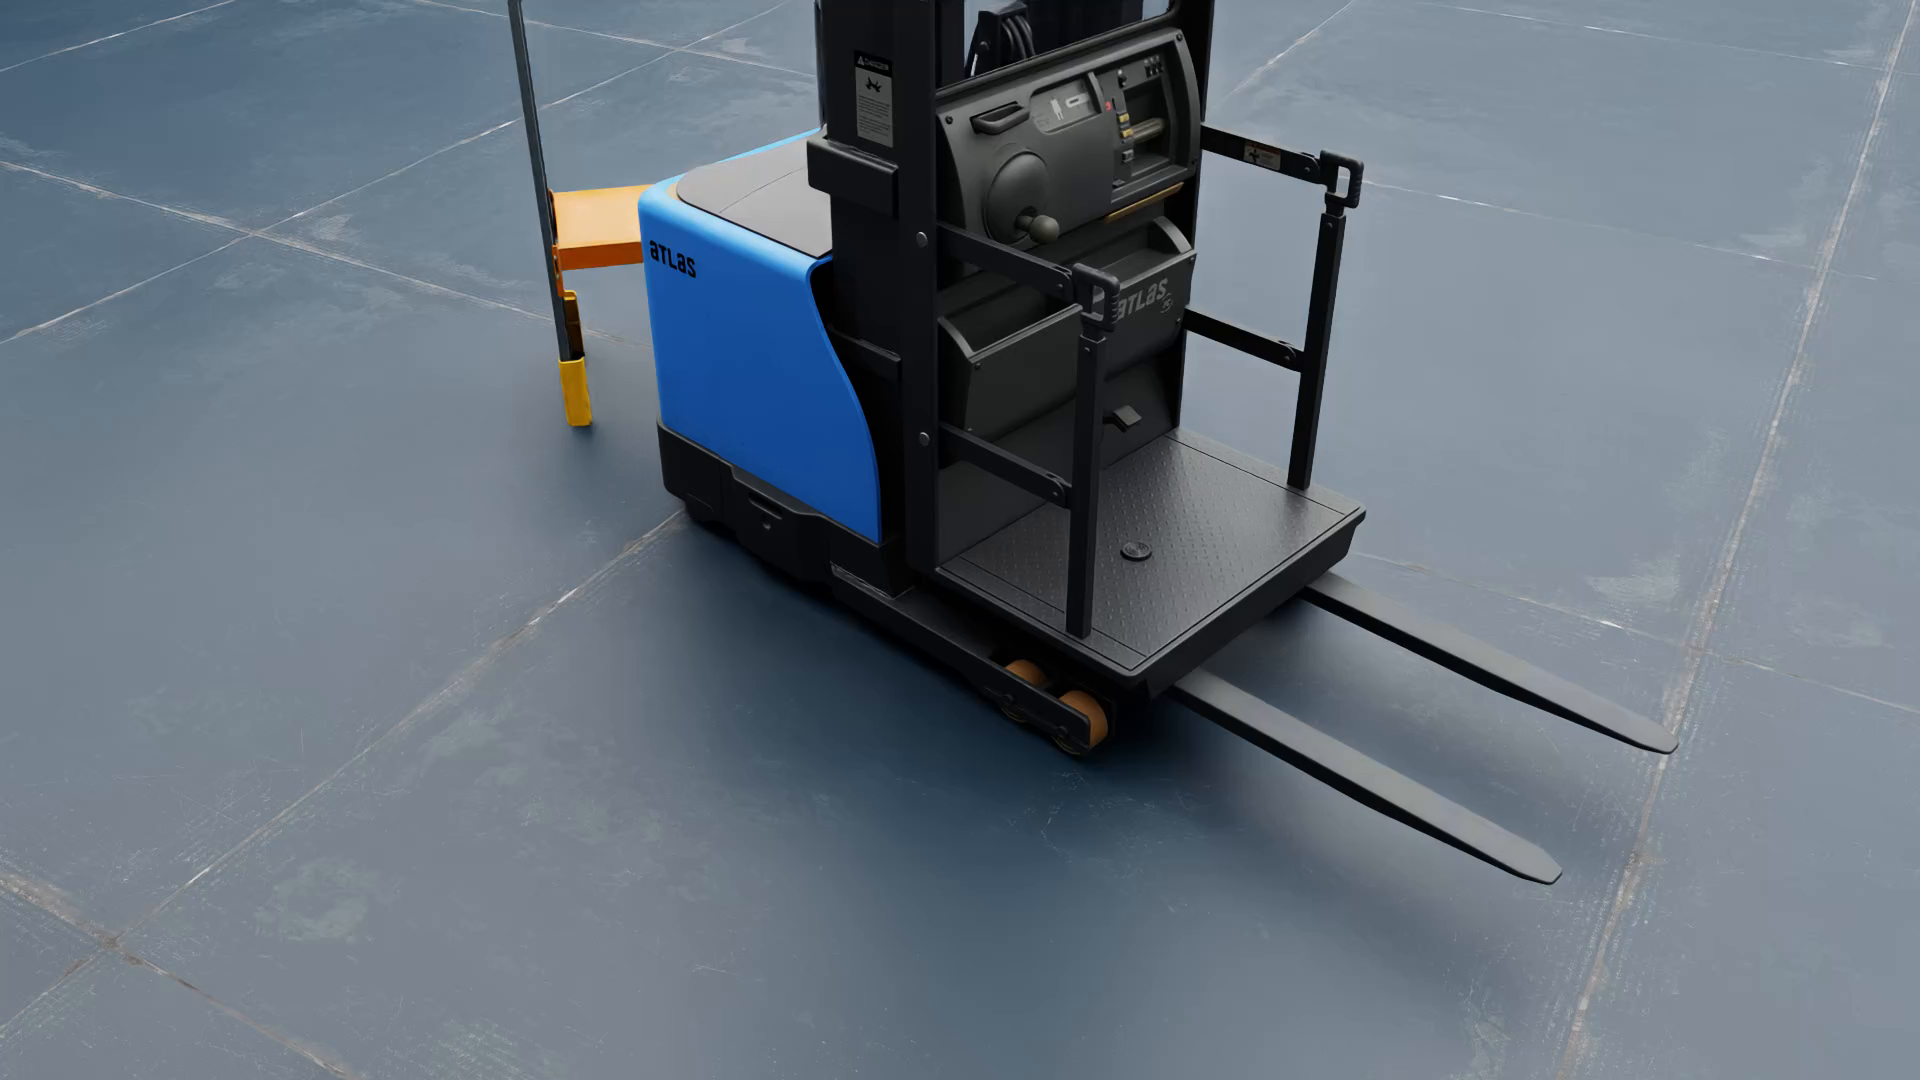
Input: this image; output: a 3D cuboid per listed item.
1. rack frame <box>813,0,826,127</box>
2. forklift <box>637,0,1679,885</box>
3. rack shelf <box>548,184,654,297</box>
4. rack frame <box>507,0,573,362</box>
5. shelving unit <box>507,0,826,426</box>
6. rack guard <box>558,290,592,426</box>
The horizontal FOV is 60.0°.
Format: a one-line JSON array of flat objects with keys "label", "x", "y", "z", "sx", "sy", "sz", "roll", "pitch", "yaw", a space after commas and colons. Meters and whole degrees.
[{"label": "rack frame", "x": -0.437, "y": -1.316, "z": 5.873, "sx": 0.032, "sy": 1.500, "sz": 0.500, "roll": -8, "pitch": 34, "yaw": -11}, {"label": "forklift", "x": 0.450, "y": -0.981, "z": 4.079, "sx": 3.031, "sy": 2.935, "sz": 1.130, "roll": 28, "pitch": 43, "yaw": 35}, {"label": "rack shelf", "x": -0.931, "y": -1.100, "z": 5.873, "sx": 1.000, "sy": 0.185, "sz": 0.538, "roll": -8, "pitch": 34, "yaw": -11}, {"label": "rack frame", "x": -1.425, "y": -1.183, "z": 5.674, "sx": 0.032, "sy": 1.500, "sz": 0.500, "roll": -8, "pitch": 34, "yaw": -11}, {"label": "shelving unit", "x": -0.922, "y": -1.251, "z": 5.775, "sx": 1.083, "sy": 1.500, "sz": 0.587, "roll": -8, "pitch": 34, "yaw": -11}, {"label": "rack guard", "x": -1.406, "y": -0.666, "z": 6.024, "sx": 0.087, "sy": 0.250, "sz": 0.587, "roll": -8, "pitch": 34, "yaw": -11}]
